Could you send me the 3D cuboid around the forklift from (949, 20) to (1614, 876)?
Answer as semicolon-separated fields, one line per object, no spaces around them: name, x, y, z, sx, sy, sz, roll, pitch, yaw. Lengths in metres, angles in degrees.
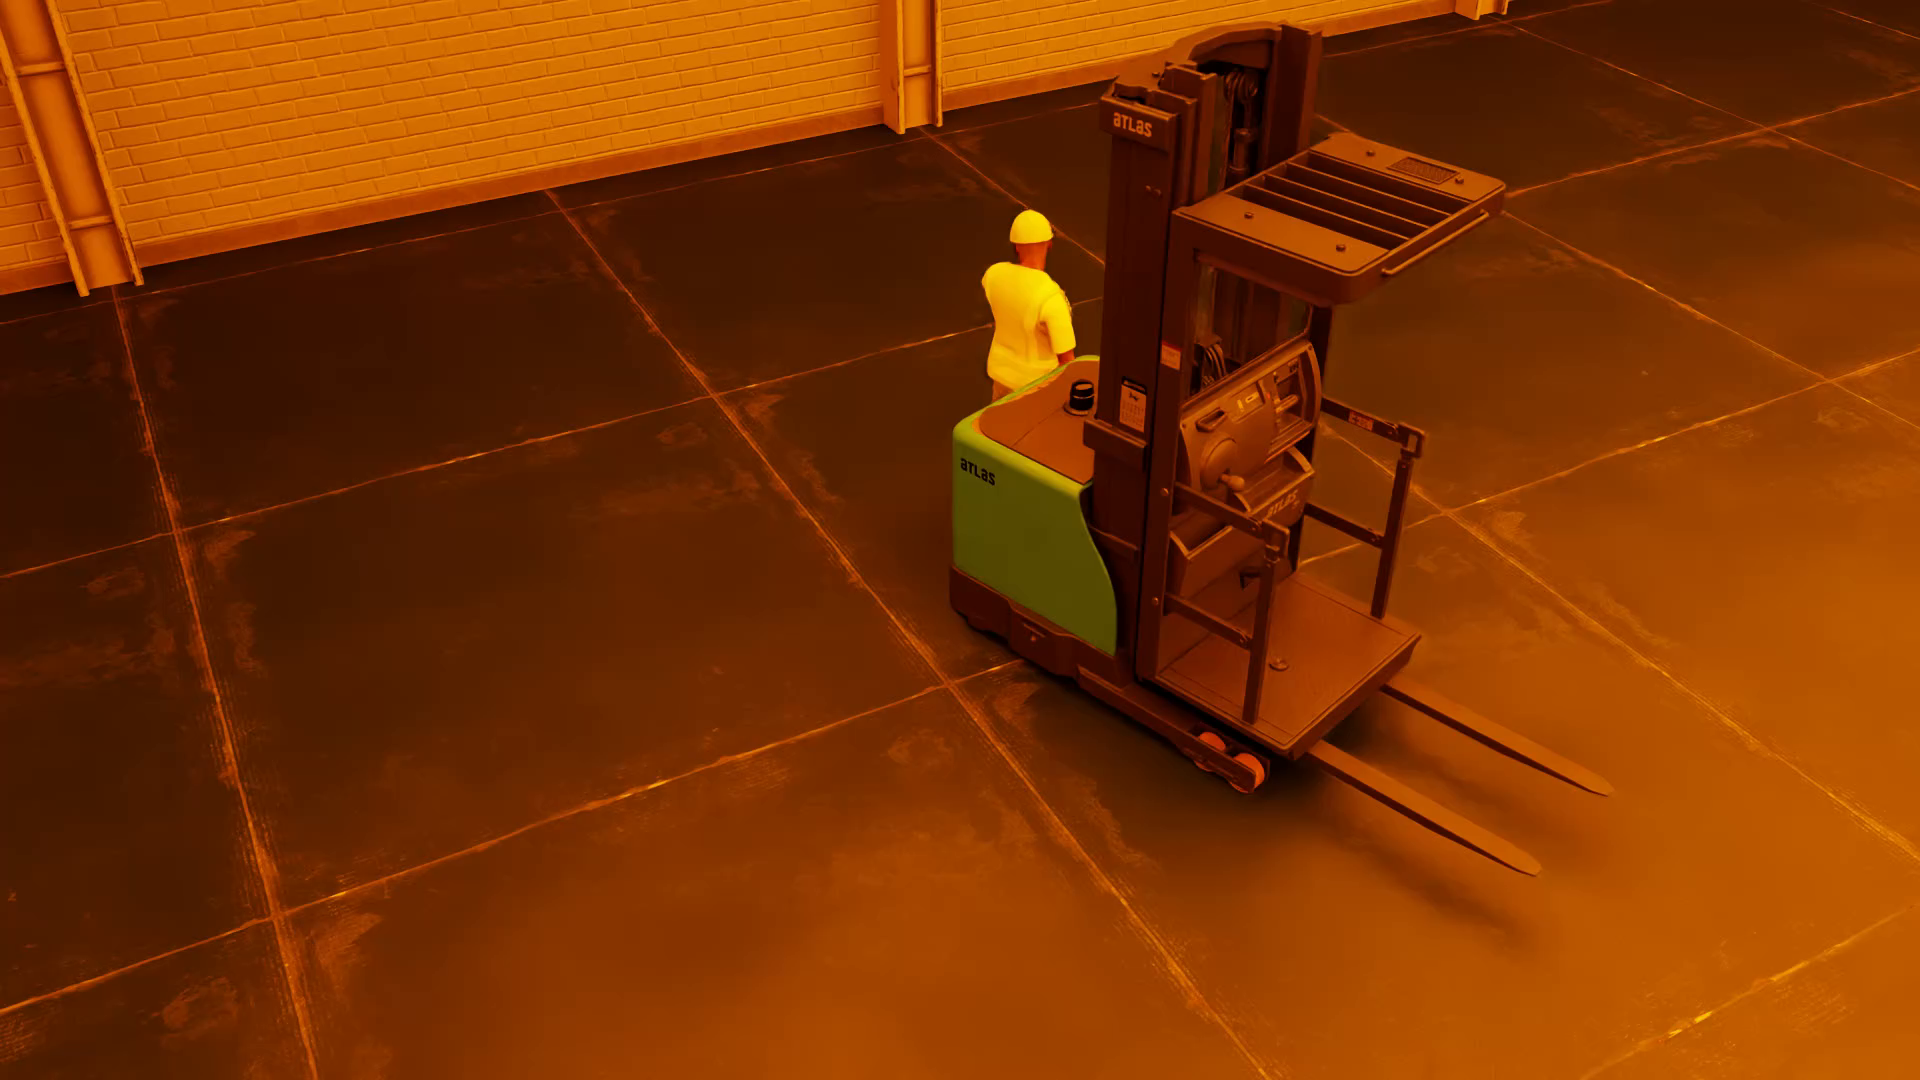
forklift;1.363;-0.457;6.770;3.031;2.935;1.130;29;44;34

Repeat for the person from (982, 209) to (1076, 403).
person;0.449;-0.863;8.414;0.737;1.716;0.910;29;44;35
